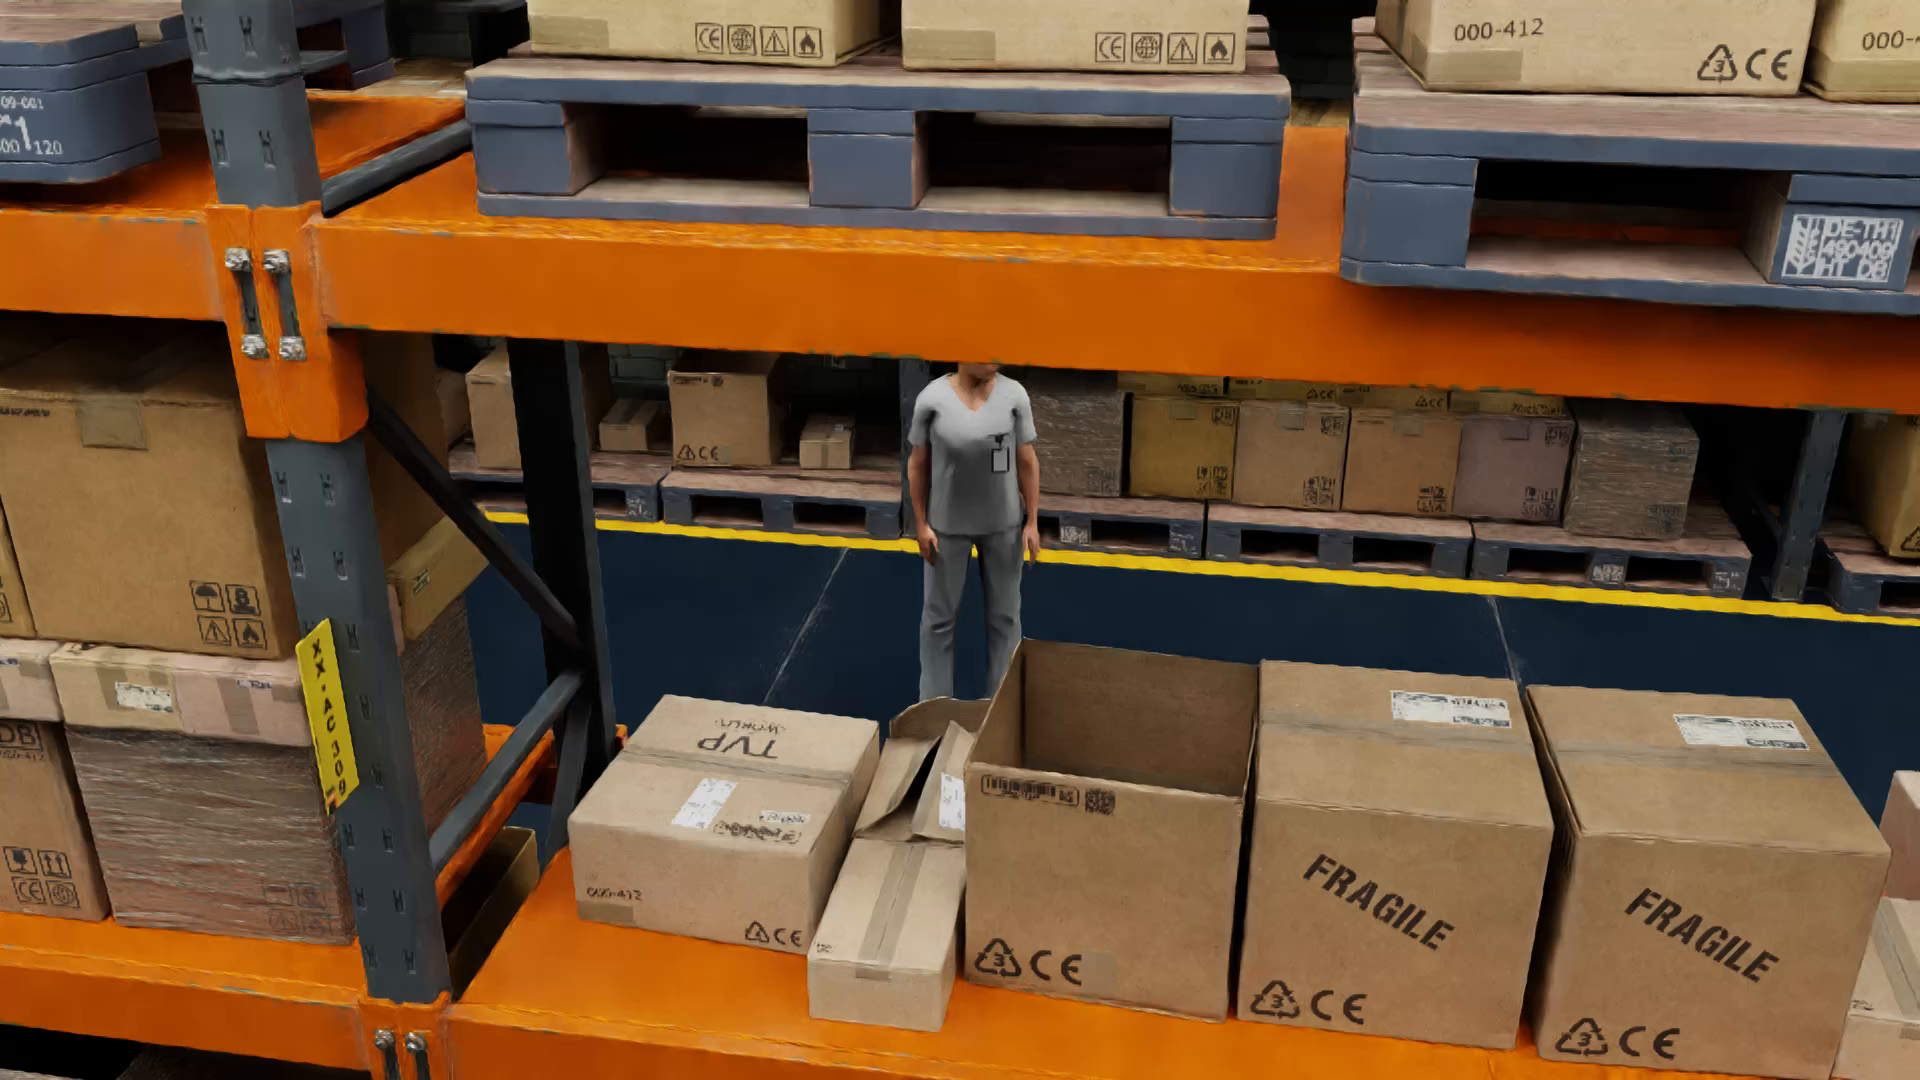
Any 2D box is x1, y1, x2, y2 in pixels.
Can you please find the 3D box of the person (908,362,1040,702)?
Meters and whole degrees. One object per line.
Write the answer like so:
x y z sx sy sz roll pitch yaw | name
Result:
0.052 -0.024 6.157 0.481 1.708 0.398 -2 25 -4 | person
